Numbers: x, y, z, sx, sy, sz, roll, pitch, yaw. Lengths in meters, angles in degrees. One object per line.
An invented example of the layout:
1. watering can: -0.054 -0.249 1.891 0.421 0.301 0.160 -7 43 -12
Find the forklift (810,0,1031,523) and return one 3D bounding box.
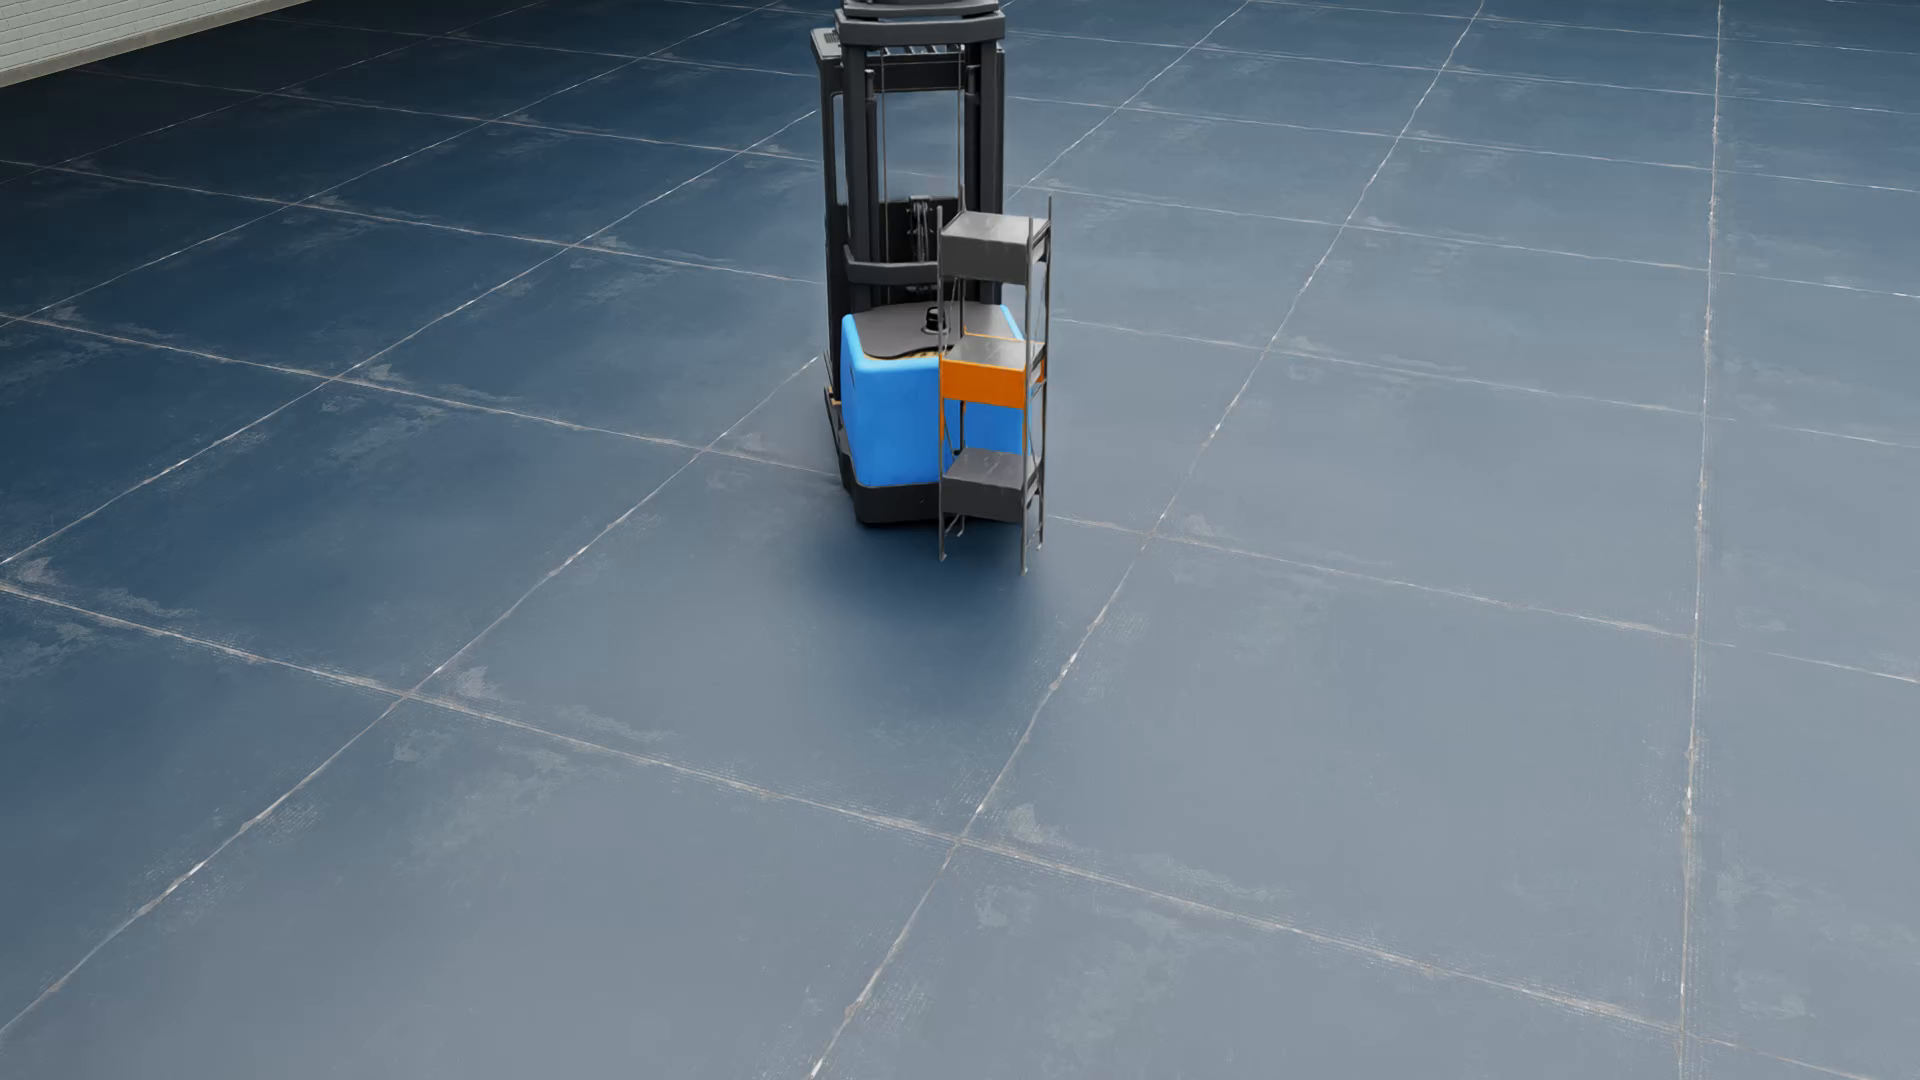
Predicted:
1. forklift: -0.319 -2.080 10.451 1.130 2.935 3.031 -5 30 -8

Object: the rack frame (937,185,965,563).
1. rack frame: -0.046 -0.876 9.166 0.015 2.100 0.400 10 31 16

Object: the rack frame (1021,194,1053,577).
1. rack frame: 0.416 -0.798 9.029 0.015 2.100 0.400 10 31 16

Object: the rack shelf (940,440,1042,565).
1. rack shelf: 0.185 -0.216 9.448 0.480 0.518 0.431 10 31 16

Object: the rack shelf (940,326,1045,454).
1. rack shelf: 0.185 -0.825 9.104 0.480 0.518 0.431 10 31 16

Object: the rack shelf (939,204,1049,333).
1. rack shelf: 0.185 -1.435 8.759 0.480 0.518 0.431 10 31 16

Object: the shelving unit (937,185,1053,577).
1. shelving unit: 0.185 -0.837 9.097 0.503 2.100 0.431 10 31 16
